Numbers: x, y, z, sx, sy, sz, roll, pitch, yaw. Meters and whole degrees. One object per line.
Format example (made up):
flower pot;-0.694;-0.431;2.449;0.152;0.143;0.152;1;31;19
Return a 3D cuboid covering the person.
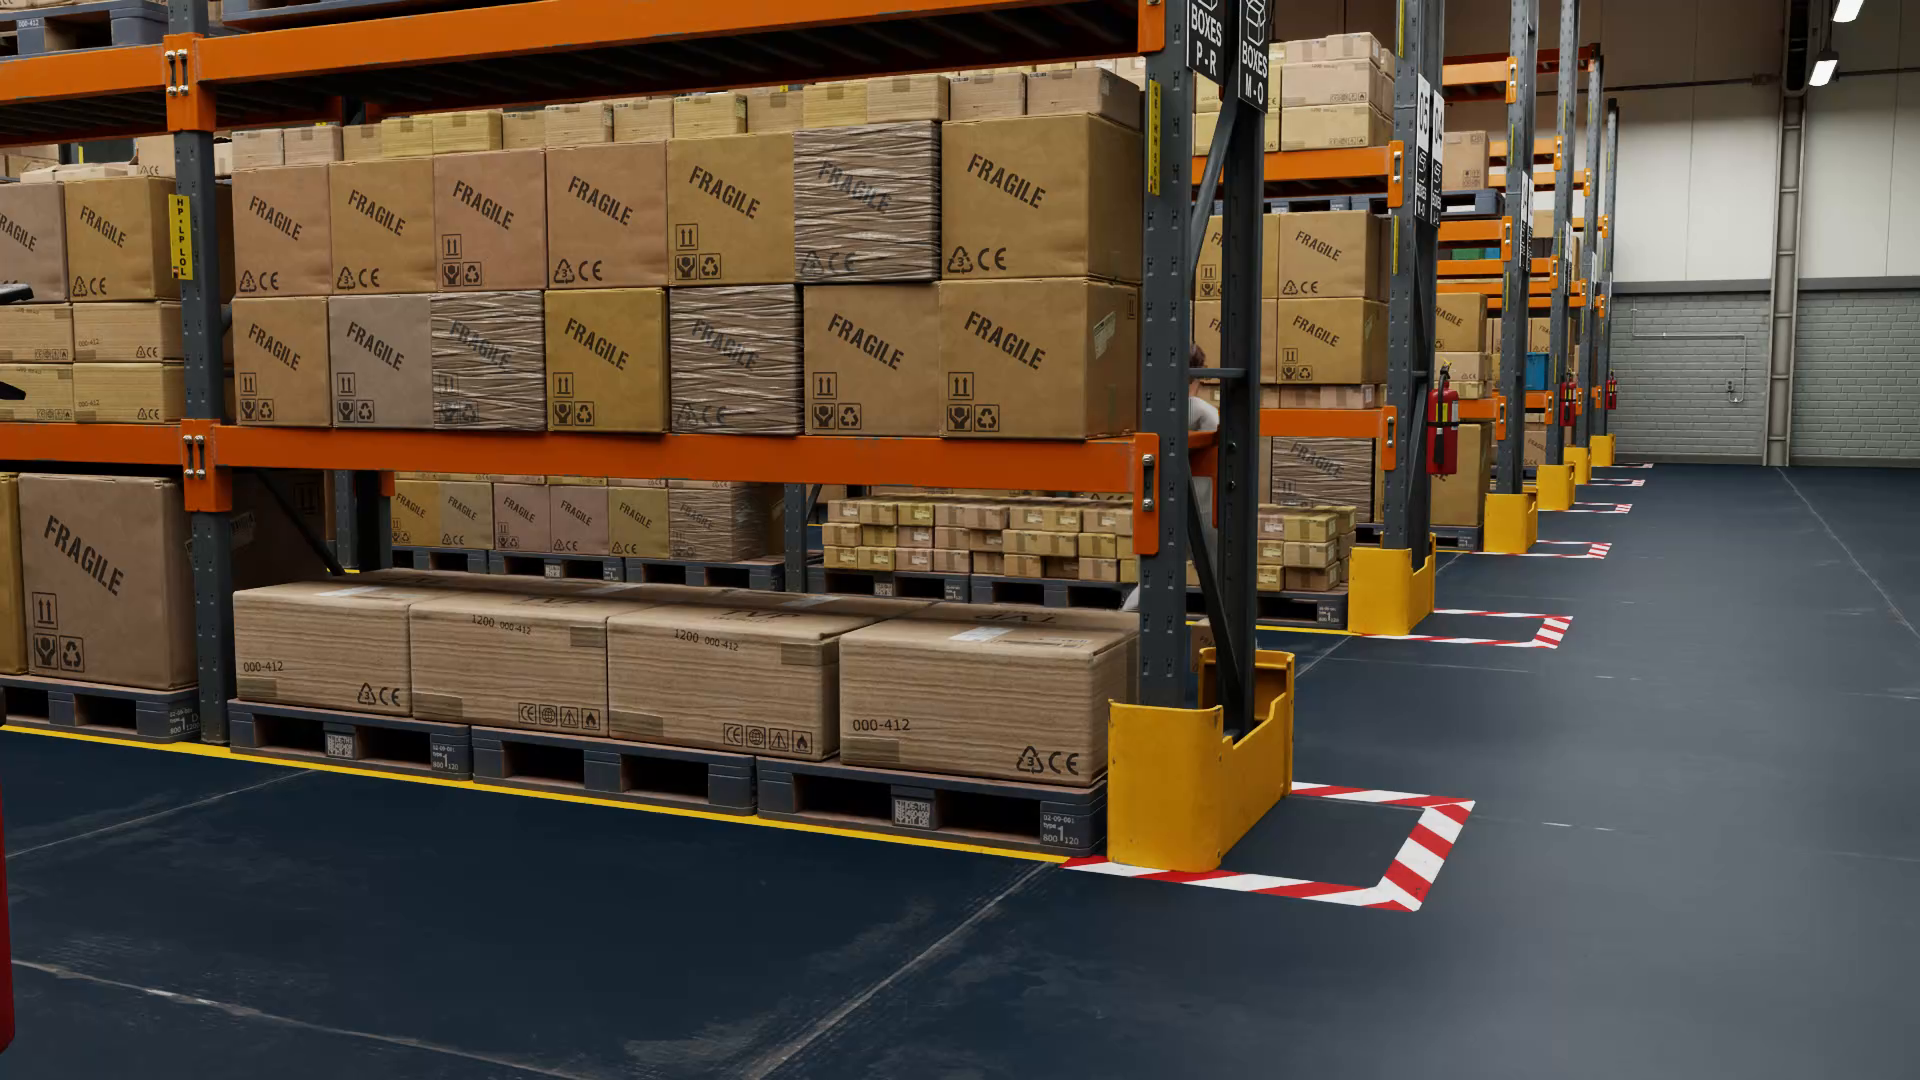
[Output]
person;1.072;-0.116;7.891;0.808;1.648;0.623;-4;7;-38
